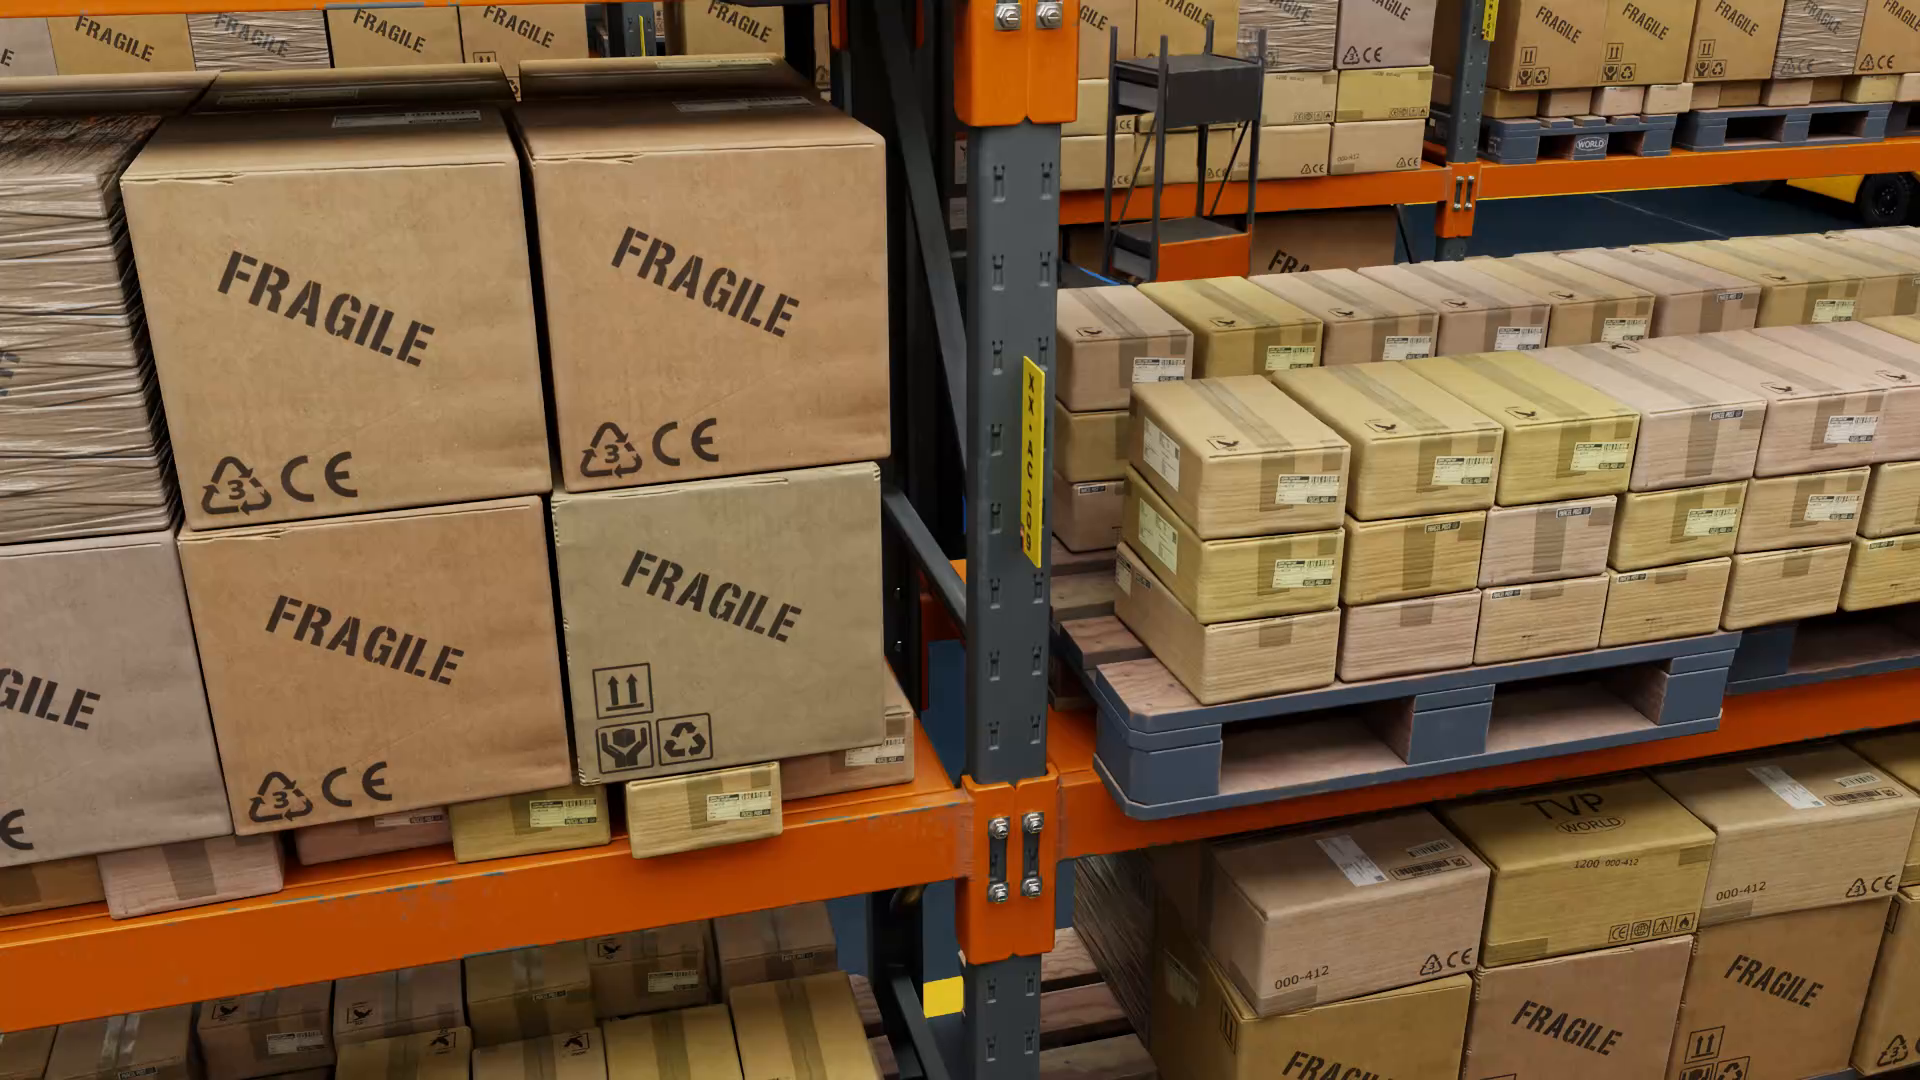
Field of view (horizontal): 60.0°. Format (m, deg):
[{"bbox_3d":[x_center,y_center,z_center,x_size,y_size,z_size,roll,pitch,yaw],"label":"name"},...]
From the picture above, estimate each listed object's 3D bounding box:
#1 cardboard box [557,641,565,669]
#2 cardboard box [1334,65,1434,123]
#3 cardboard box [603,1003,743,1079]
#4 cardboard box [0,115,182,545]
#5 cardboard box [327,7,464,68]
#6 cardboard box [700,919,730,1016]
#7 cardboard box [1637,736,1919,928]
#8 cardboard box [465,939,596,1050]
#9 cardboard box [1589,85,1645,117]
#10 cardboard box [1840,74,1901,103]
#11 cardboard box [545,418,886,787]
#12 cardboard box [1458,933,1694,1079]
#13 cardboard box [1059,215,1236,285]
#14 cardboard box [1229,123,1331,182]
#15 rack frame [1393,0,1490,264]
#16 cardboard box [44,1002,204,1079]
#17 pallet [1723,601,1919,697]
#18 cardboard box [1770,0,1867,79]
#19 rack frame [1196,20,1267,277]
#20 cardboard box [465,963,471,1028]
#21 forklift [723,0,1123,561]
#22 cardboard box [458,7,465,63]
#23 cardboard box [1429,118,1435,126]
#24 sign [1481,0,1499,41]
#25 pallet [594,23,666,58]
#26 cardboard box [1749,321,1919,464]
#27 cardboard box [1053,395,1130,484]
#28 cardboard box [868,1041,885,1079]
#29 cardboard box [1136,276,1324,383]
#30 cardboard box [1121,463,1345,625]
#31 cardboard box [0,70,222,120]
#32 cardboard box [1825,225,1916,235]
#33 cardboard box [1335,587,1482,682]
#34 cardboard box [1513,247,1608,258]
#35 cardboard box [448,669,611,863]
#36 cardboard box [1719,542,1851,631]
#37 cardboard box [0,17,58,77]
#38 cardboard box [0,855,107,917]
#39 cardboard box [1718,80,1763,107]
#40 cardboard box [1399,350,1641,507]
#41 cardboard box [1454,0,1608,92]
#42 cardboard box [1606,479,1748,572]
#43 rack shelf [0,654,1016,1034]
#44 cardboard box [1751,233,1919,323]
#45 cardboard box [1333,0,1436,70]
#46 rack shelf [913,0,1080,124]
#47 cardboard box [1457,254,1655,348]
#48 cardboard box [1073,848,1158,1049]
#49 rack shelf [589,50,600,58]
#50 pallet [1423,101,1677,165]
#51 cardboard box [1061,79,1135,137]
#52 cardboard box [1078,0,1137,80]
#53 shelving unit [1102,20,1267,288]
[{"bbox_3d":[-0.873,0.196,3.308,0.250,0.149,0.380,-7,24,-17],"label":"cardboard box"},{"bbox_3d":[1.978,-2.237,8.215,0.500,0.250,0.500,-6,24,-15],"label":"cardboard box"},{"bbox_3d":[-0.548,1.093,3.227,0.250,0.149,0.380,-6,24,-14],"label":"cardboard box"},{"bbox_3d":[-1.413,-0.313,2.403,0.500,0.500,0.500,-6,24,-13],"label":"cardboard box"},{"bbox_3d":[-2.346,-2.097,6.939,0.500,0.500,0.500,-7,24,-15],"label":"cardboard box"},{"bbox_3d":[-0.476,0.968,3.896,0.250,0.149,0.380,-5,24,-12],"label":"cardboard box"},{"bbox_3d":[1.746,0.593,3.751,0.500,0.250,0.500,-5,24,-12],"label":"cardboard box"},{"bbox_3d":[-0.940,0.925,3.619,0.250,0.149,0.380,-7,24,-15],"label":"cardboard box"},{"bbox_3d":[3.296,-2.295,8.580,0.250,0.149,0.380,-8,24,-18],"label":"cardboard box"},{"bbox_3d":[4.820,-2.465,8.977,0.250,0.149,0.380,-6,24,-14],"label":"cardboard box"},{"bbox_3d":[-0.430,0.047,2.833,0.500,0.500,0.500,-6,24,-14],"label":"cardboard box"},{"bbox_3d":[1.251,0.991,3.773,0.500,0.500,0.500,-5,24,-12],"label":"cardboard box"},{"bbox_3d":[0.829,-1.305,8.650,0.875,0.875,0.875,-6,24,-14],"label":"cardboard box"},{"bbox_3d":[1.472,-1.942,8.163,0.500,0.250,0.500,-6,24,-13],"label":"cardboard box"},{"bbox_3d":[2.376,-2.224,8.630,0.127,3.000,1.000,-6,24,-14],"label":"rack frame"},{"bbox_3d":[-1.692,1.018,3.403,0.250,0.149,0.380,-7,24,-17],"label":"cardboard box"},{"bbox_3d":[1.916,-0.041,3.785,1.213,0.211,1.003,-6,24,-14],"label":"pallet"},{"bbox_3d":[4.365,-2.727,8.766,0.500,0.500,0.500,-7,24,-16],"label":"cardboard box"},{"bbox_3d":[1.154,-1.189,7.358,0.015,2.100,0.400,-12,26,-26],"label":"rack frame"},{"bbox_3d":[-1.181,1.096,3.597,0.250,0.149,0.380,-8,24,-17],"label":"cardboard box"},{"bbox_3d":[-0.621,-1.187,6.298,3.031,2.935,1.130,-12,26,-25],"label":"forklift"},{"bbox_3d":[-1.999,-2.345,7.516,0.500,0.500,0.500,-6,24,-14],"label":"cardboard box"},{"bbox_3d":[3.634,-3.496,14.074,0.625,0.625,0.875,-7,24,-15],"label":"cardboard box"},{"bbox_3d":[2.529,-2.546,7.911,0.005,0.325,0.100,-6,24,-14],"label":"sign"},{"bbox_3d":[-2.021,-3.638,12.167,1.213,0.211,1.003,-6,24,-14],"label":"pallet"},{"bbox_3d":[1.707,-0.286,3.144,0.250,0.149,0.380,-5,24,-12],"label":"cardboard box"},{"bbox_3d":[0.289,-0.261,3.463,0.250,0.149,0.380,-6,24,-13],"label":"cardboard box"},{"bbox_3d":[-0.258,1.205,3.343,0.250,0.149,0.380,-6,24,-13],"label":"cardboard box"},{"bbox_3d":[0.551,-0.426,3.471,0.250,0.149,0.380,-7,24,-16],"label":"cardboard box"},{"bbox_3d":[0.463,-0.011,2.881,0.250,0.149,0.380,-6,24,-14],"label":"cardboard box"},{"bbox_3d":[-1.530,-0.513,2.870,0.500,0.500,0.500,-6,24,-13],"label":"cardboard box"},{"bbox_3d":[5.723,-1.579,9.925,0.625,0.372,0.950,-6,24,-14],"label":"cardboard box"},{"bbox_3d":[0.728,0.094,3.013,0.250,0.149,0.380,-6,24,-14],"label":"cardboard box"},{"bbox_3d":[3.631,-1.348,9.387,0.625,0.372,0.950,-7,24,-15],"label":"cardboard box"},{"bbox_3d":[-0.745,0.380,2.879,0.250,0.149,0.380,-5,24,-12],"label":"cardboard box"},{"bbox_3d":[1.457,0.015,3.197,0.250,0.149,0.380,-7,24,-17],"label":"cardboard box"},{"bbox_3d":[-3.798,-1.936,6.563,0.500,0.500,0.500,-6,24,-15],"label":"cardboard box"},{"bbox_3d":[-1.513,0.445,2.727,0.250,0.149,0.380,-7,24,-15],"label":"cardboard box"},{"bbox_3d":[4.039,-2.416,8.864,0.250,0.149,0.380,-5,24,-12],"label":"cardboard box"},{"bbox_3d":[0.977,-0.206,2.958,0.250,0.149,0.380,-6,24,-14],"label":"cardboard box"},{"bbox_3d":[2.872,-2.560,8.375,0.500,0.500,0.500,-7,24,-16],"label":"cardboard box"},{"bbox_3d":[1.210,-0.095,3.076,0.250,0.149,0.380,-7,24,-17],"label":"cardboard box"},{"bbox_3d":[-1.966,0.614,2.927,4.000,0.370,1.077,-6,24,-14],"label":"rack shelf"},{"bbox_3d":[2.048,-0.590,3.853,0.250,0.149,0.380,-6,24,-13],"label":"cardboard box"},{"bbox_3d":[1.949,-2.575,8.053,0.500,0.500,0.500,-7,24,-16],"label":"cardboard box"},{"bbox_3d":[1.885,-1.190,3.329,4.000,0.370,1.077,-6,24,-14],"label":"rack shelf"},{"bbox_3d":[1.291,-0.506,3.657,0.250,0.149,0.380,-7,24,-16],"label":"cardboard box"},{"bbox_3d":[0.604,0.852,4.099,0.500,0.500,0.500,-7,24,-15],"label":"cardboard box"},{"bbox_3d":[-0.894,-3.565,12.666,4.000,0.370,1.077,-6,24,-14],"label":"rack shelf"},{"bbox_3d":[3.033,-2.252,8.938,1.003,0.211,1.213,-6,24,-14],"label":"pallet"},{"bbox_3d":[0.498,-2.063,7.811,0.500,0.250,0.500,-7,24,-16],"label":"cardboard box"},{"bbox_3d":[0.488,-2.416,7.682,0.500,0.500,0.500,-7,24,-15],"label":"cardboard box"},{"bbox_3d":[0.939,-1.143,7.252,0.503,2.100,0.431,-12,26,-26],"label":"shelving unit"}]
